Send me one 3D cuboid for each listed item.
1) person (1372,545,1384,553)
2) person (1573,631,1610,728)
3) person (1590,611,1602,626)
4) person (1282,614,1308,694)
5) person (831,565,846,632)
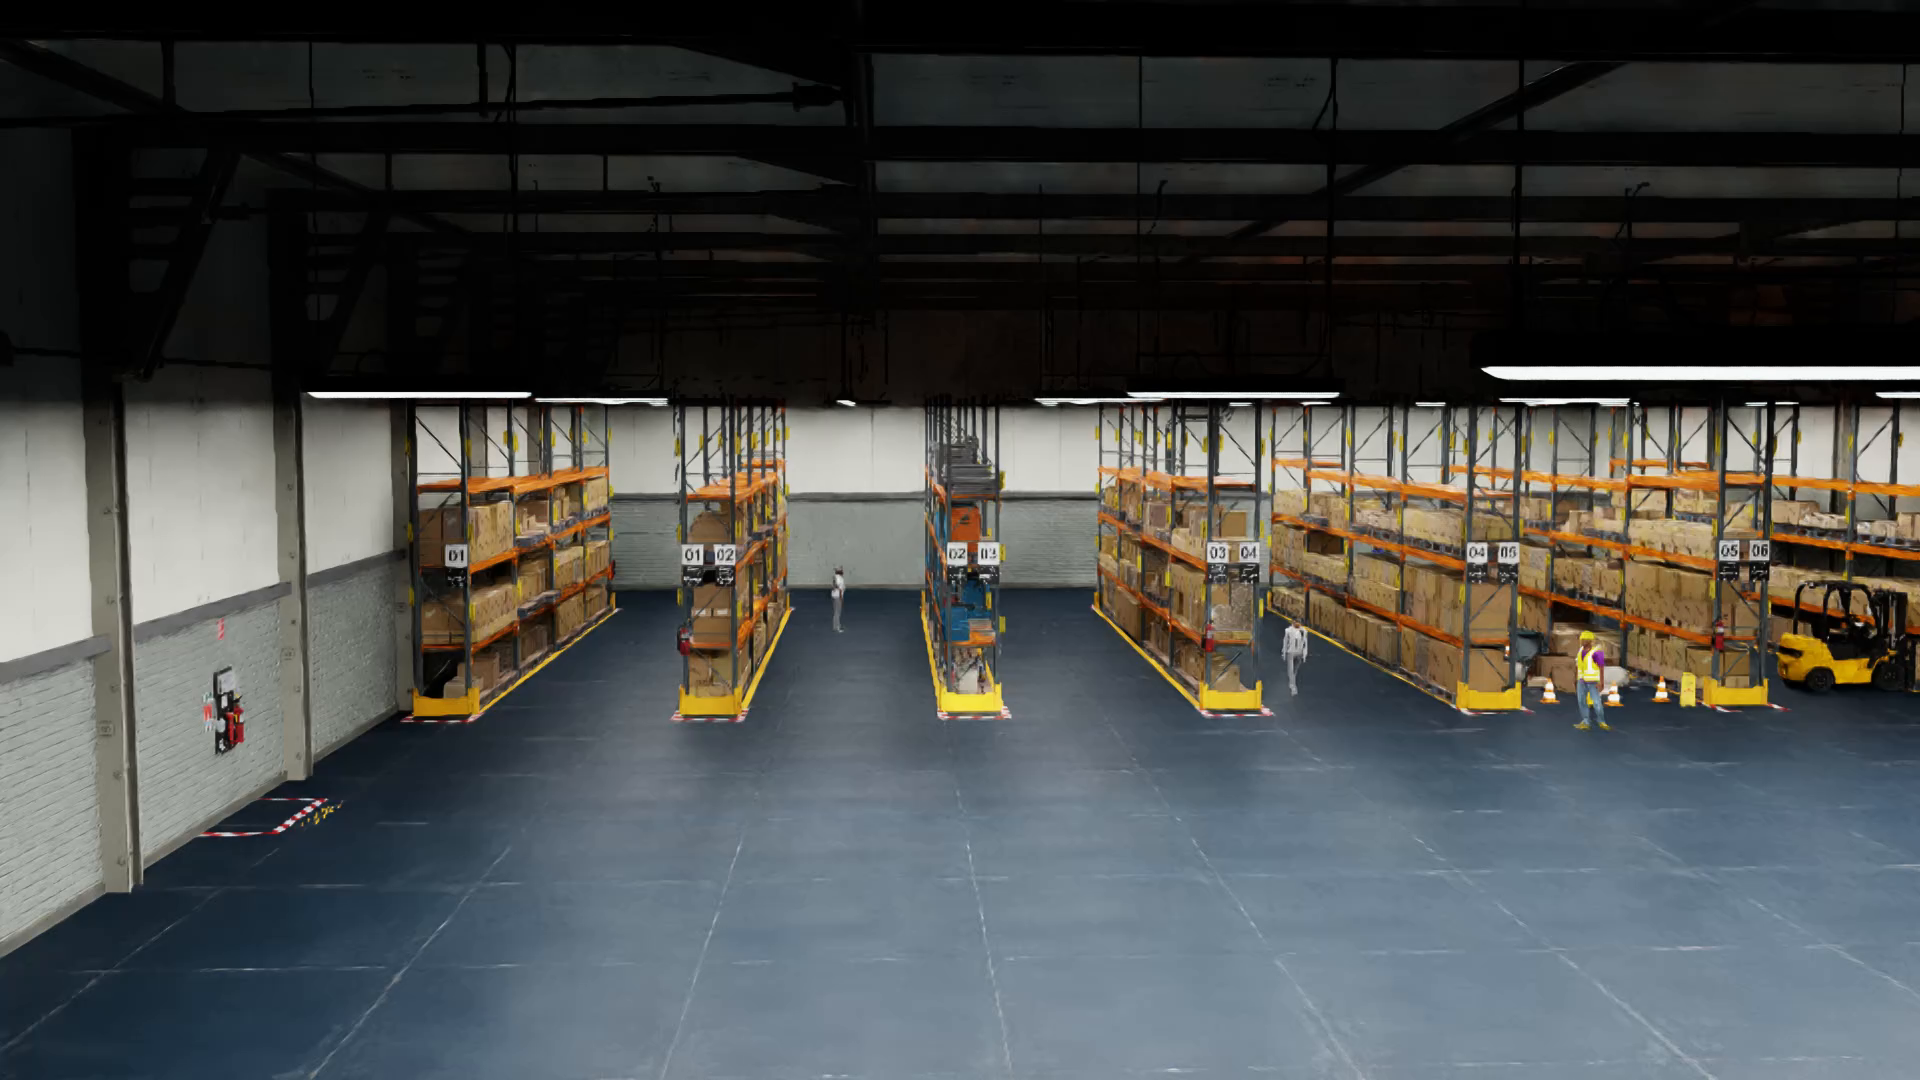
[{"bbox_3d":[13.037,0.824,51.671,0.587,1.642,0.507,-3,6,-37],"label":"person"},{"bbox_3d":[11.301,2.502,29.791,0.540,1.759,0.659,-3,5,-29],"label":"person"},{"bbox_3d":[16.563,1.437,43.555,0.538,1.665,0.573,2,5,26],"label":"person"},{"bbox_3d":[6.762,2.234,33.528,0.489,1.543,0.964,0,5,-4],"label":"person"},{"bbox_3d":[-3.097,1.495,42.778,0.441,1.681,0.552,-2,5,-23],"label":"person"}]
